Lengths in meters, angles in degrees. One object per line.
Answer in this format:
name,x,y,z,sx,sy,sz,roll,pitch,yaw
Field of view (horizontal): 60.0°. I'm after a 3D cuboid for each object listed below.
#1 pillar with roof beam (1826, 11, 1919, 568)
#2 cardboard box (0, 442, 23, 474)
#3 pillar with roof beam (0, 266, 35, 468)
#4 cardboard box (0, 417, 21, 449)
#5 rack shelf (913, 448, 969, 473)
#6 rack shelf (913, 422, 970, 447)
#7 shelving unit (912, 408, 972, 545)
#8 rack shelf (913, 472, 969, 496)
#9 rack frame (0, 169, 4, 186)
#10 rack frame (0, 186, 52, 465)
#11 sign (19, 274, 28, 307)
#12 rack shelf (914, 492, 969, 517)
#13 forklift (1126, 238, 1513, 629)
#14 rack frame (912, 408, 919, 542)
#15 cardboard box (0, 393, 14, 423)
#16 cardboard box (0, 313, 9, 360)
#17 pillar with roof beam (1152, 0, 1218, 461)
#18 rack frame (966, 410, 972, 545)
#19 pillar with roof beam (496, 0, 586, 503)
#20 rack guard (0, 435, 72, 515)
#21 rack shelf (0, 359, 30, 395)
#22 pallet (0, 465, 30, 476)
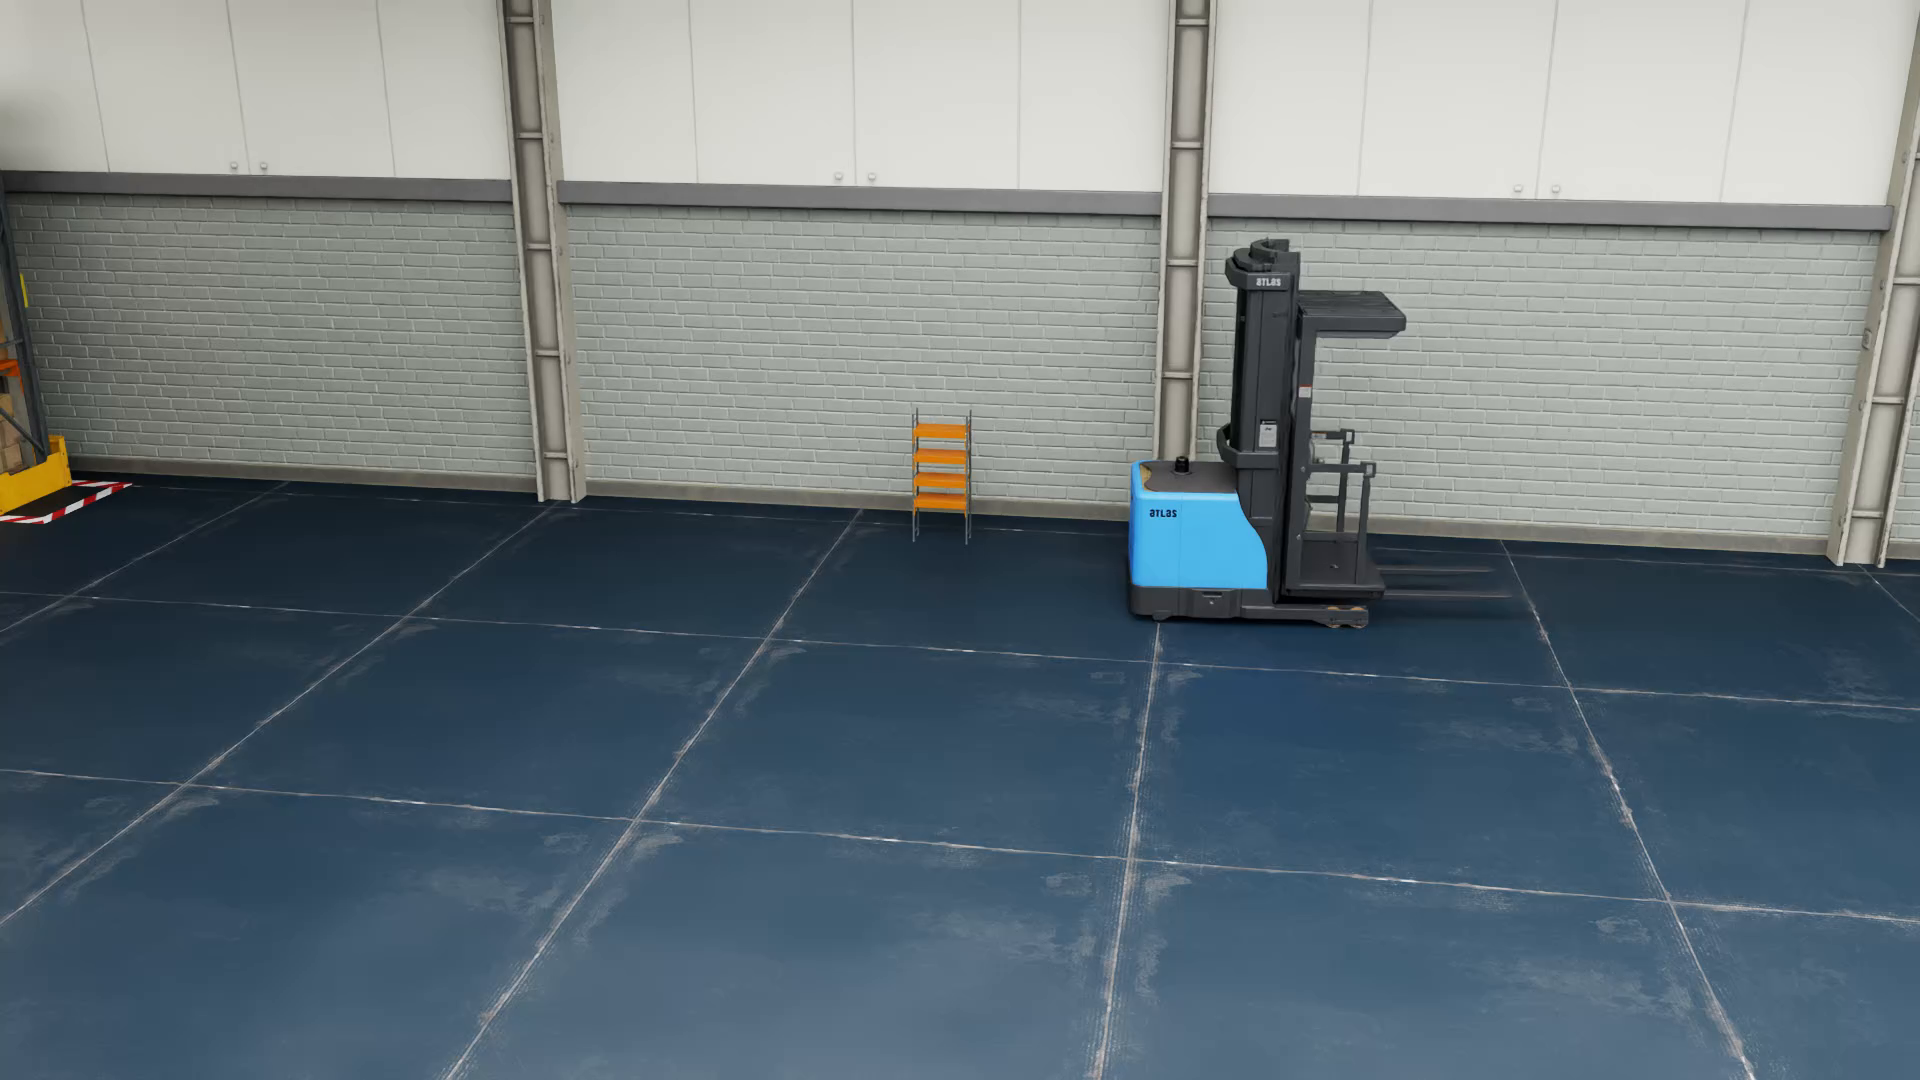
pillar with roof beam,7.224,-2.735,9.243,0.400,9.000,9.100,3,19,9
cardboard box,-9.775,-0.809,16.611,0.500,0.250,0.500,3,19,9
pillar with roof beam,-10.549,-3.641,11.950,0.400,9.000,9.100,3,19,9
cardboard box,-9.753,-1.048,16.540,0.500,0.250,0.500,3,19,10
rack shelf,-0.163,-0.726,15.035,0.480,0.148,0.258,3,19,9
rack shelf,-0.163,-0.950,14.960,0.480,0.148,0.258,3,19,9
shelving unit,-0.163,-0.577,15.084,0.503,1.200,0.258,3,19,9
rack shelf,-0.163,-0.514,15.106,0.480,0.148,0.258,3,19,9
rack frame,-9.321,-4.672,15.033,0.127,3.000,1.000,3,19,9
rack frame,-9.321,-1.827,15.984,0.127,3.000,1.000,3,19,9
sign,-9.227,-2.449,16.353,0.005,0.325,0.100,3,19,9
rack shelf,-0.163,-0.325,15.169,0.480,0.148,0.258,3,19,9
forklift,2.899,-0.864,13.213,3.031,2.935,1.130,1,19,3
rack frame,-0.404,-0.590,15.121,0.015,1.200,0.240,3,19,9
cardboard box,-9.766,-1.280,16.445,0.500,0.250,0.500,3,19,8
cardboard box,-9.766,-1.987,16.303,0.500,0.500,0.500,4,19,10
pillar with roof beam,1.300,-3.037,10.145,0.400,9.000,9.100,3,19,9
rack frame,0.077,-0.565,15.048,0.015,1.200,0.240,3,19,9
pillar with roof beam,-4.625,-3.339,11.048,0.400,9.000,9.100,3,19,9
rack guard,-9.298,-0.641,16.377,0.348,0.500,1.175,3,19,9
rack shelf,-11.296,-1.587,16.399,4.000,0.370,1.077,3,19,9
pallet,-10.083,-0.531,16.503,1.213,0.211,1.003,3,19,9
